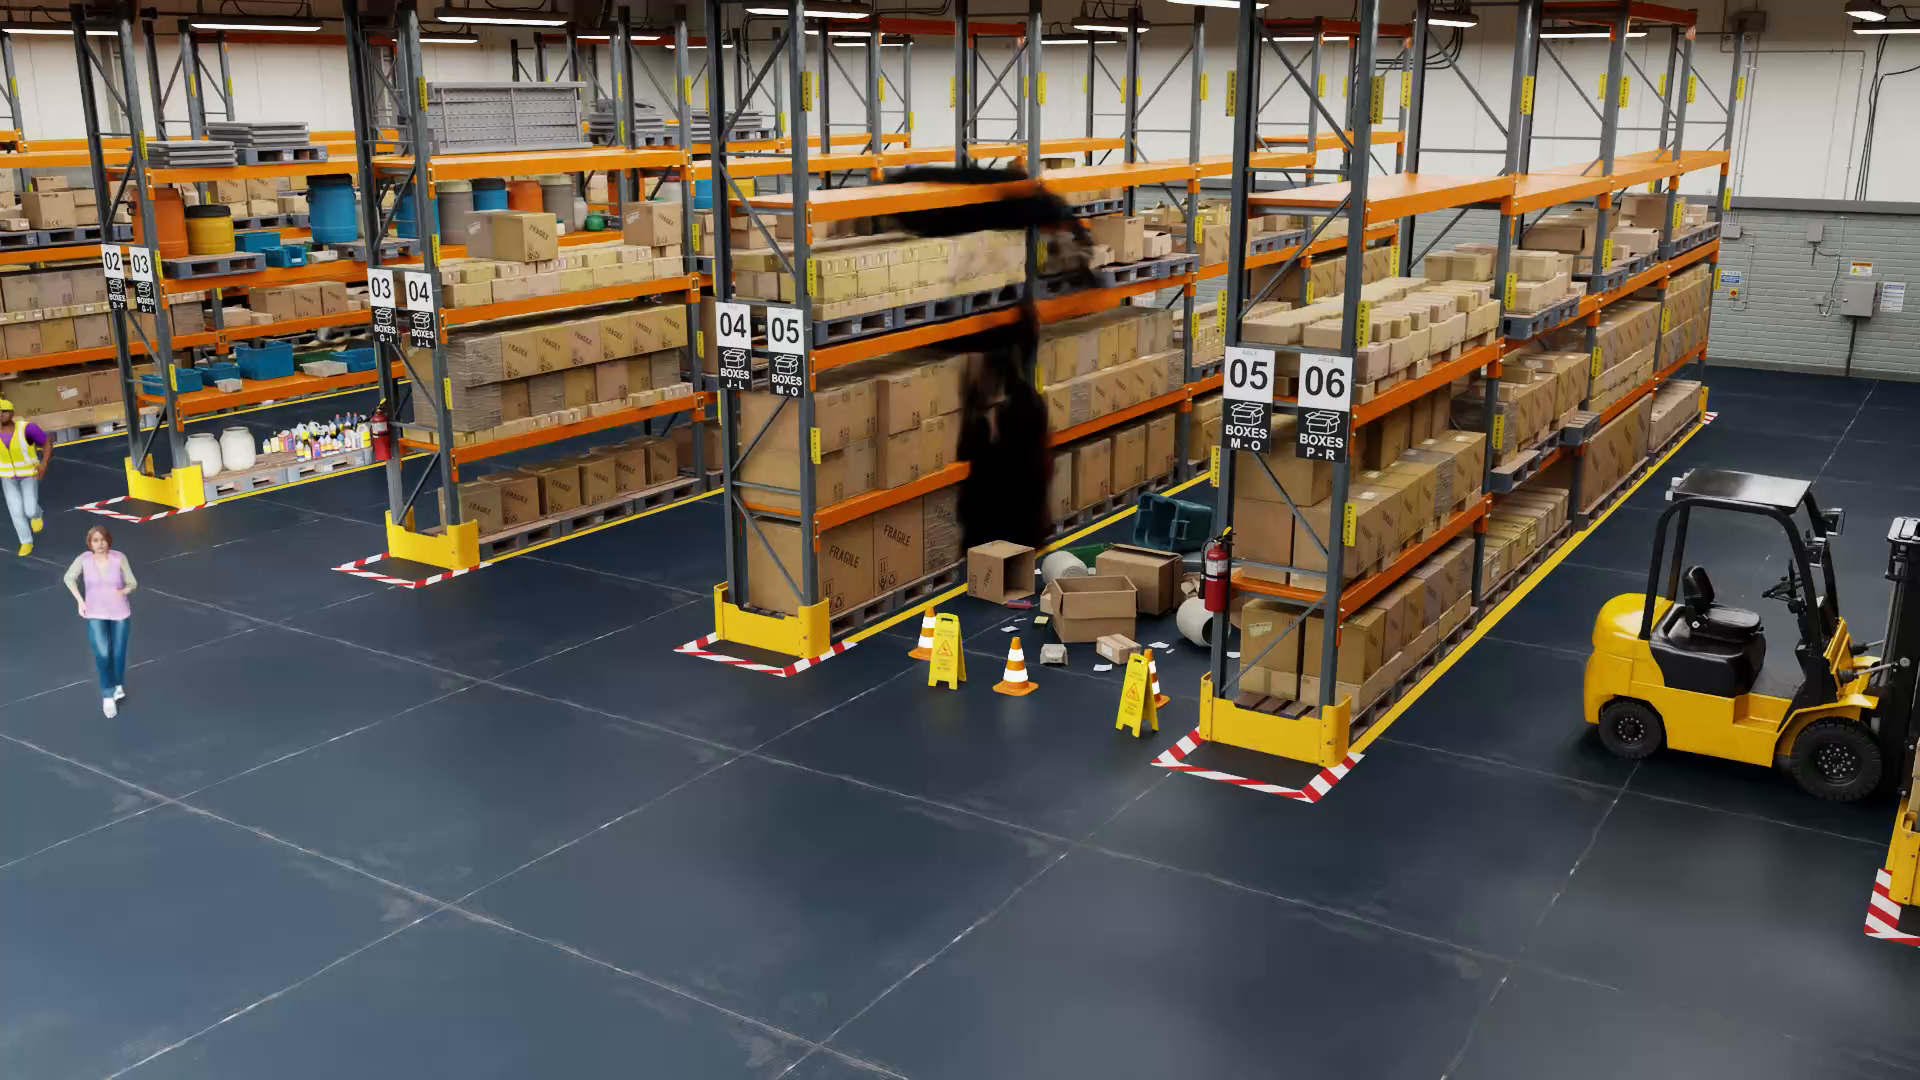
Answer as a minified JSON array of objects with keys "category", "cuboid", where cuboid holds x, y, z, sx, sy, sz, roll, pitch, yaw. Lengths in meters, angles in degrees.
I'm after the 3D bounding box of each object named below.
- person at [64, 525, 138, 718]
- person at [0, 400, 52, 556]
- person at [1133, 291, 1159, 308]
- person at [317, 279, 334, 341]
[{"category":"person","cuboid":[-7.110,0.666,13.870,0.514,1.623,0.695,-10,19,-33]},{"category":"person","cuboid":[-10.552,-0.739,18.688,0.704,1.750,0.650,-4,16,-15]},{"category":"person","cuboid":[3.538,-4.530,32.283,0.871,1.798,0.696,14,21,41]},{"category":"person","cuboid":[-11.562,-3.926,30.233,0.553,1.628,0.564,7,17,23]}]
